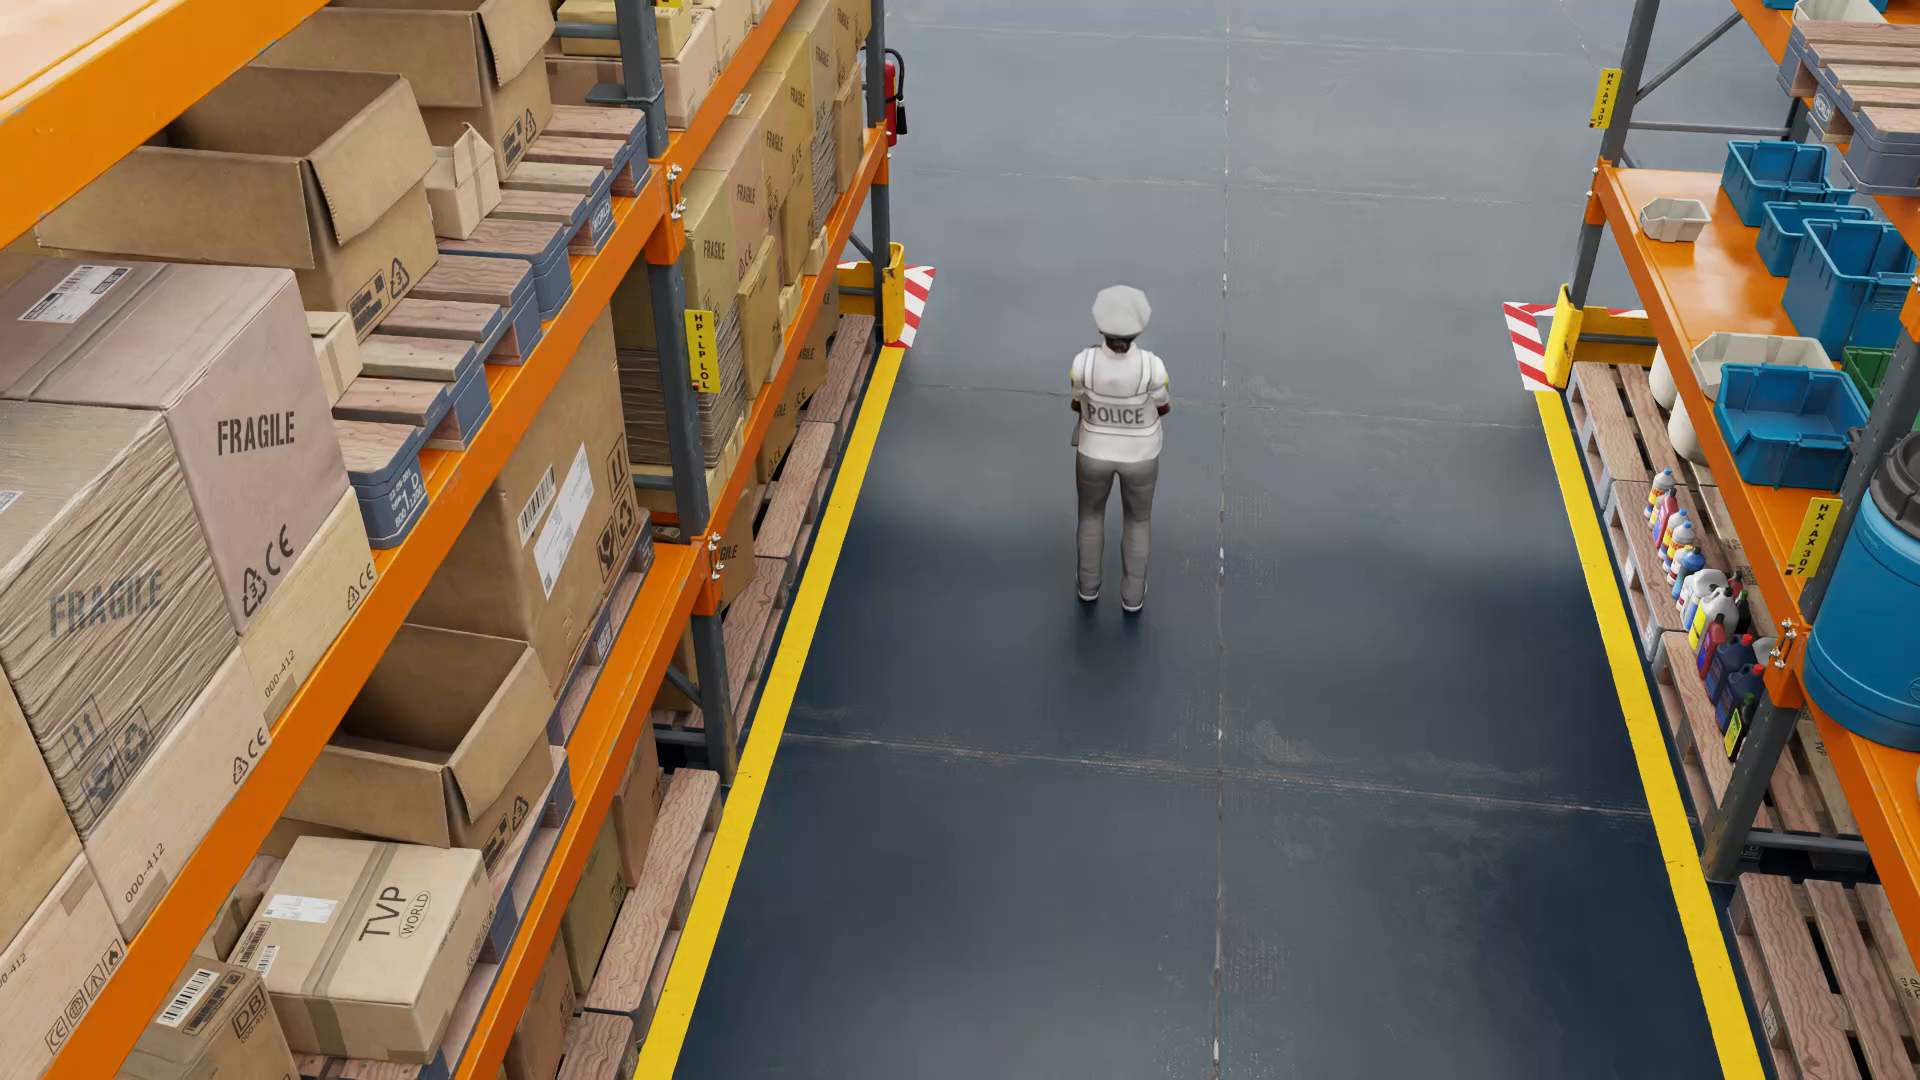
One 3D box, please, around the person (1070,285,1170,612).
[{"bbox_3d":[0.723,-0.440,7.618,0.450,1.682,0.540,5,37,7],"label":"person"}]
